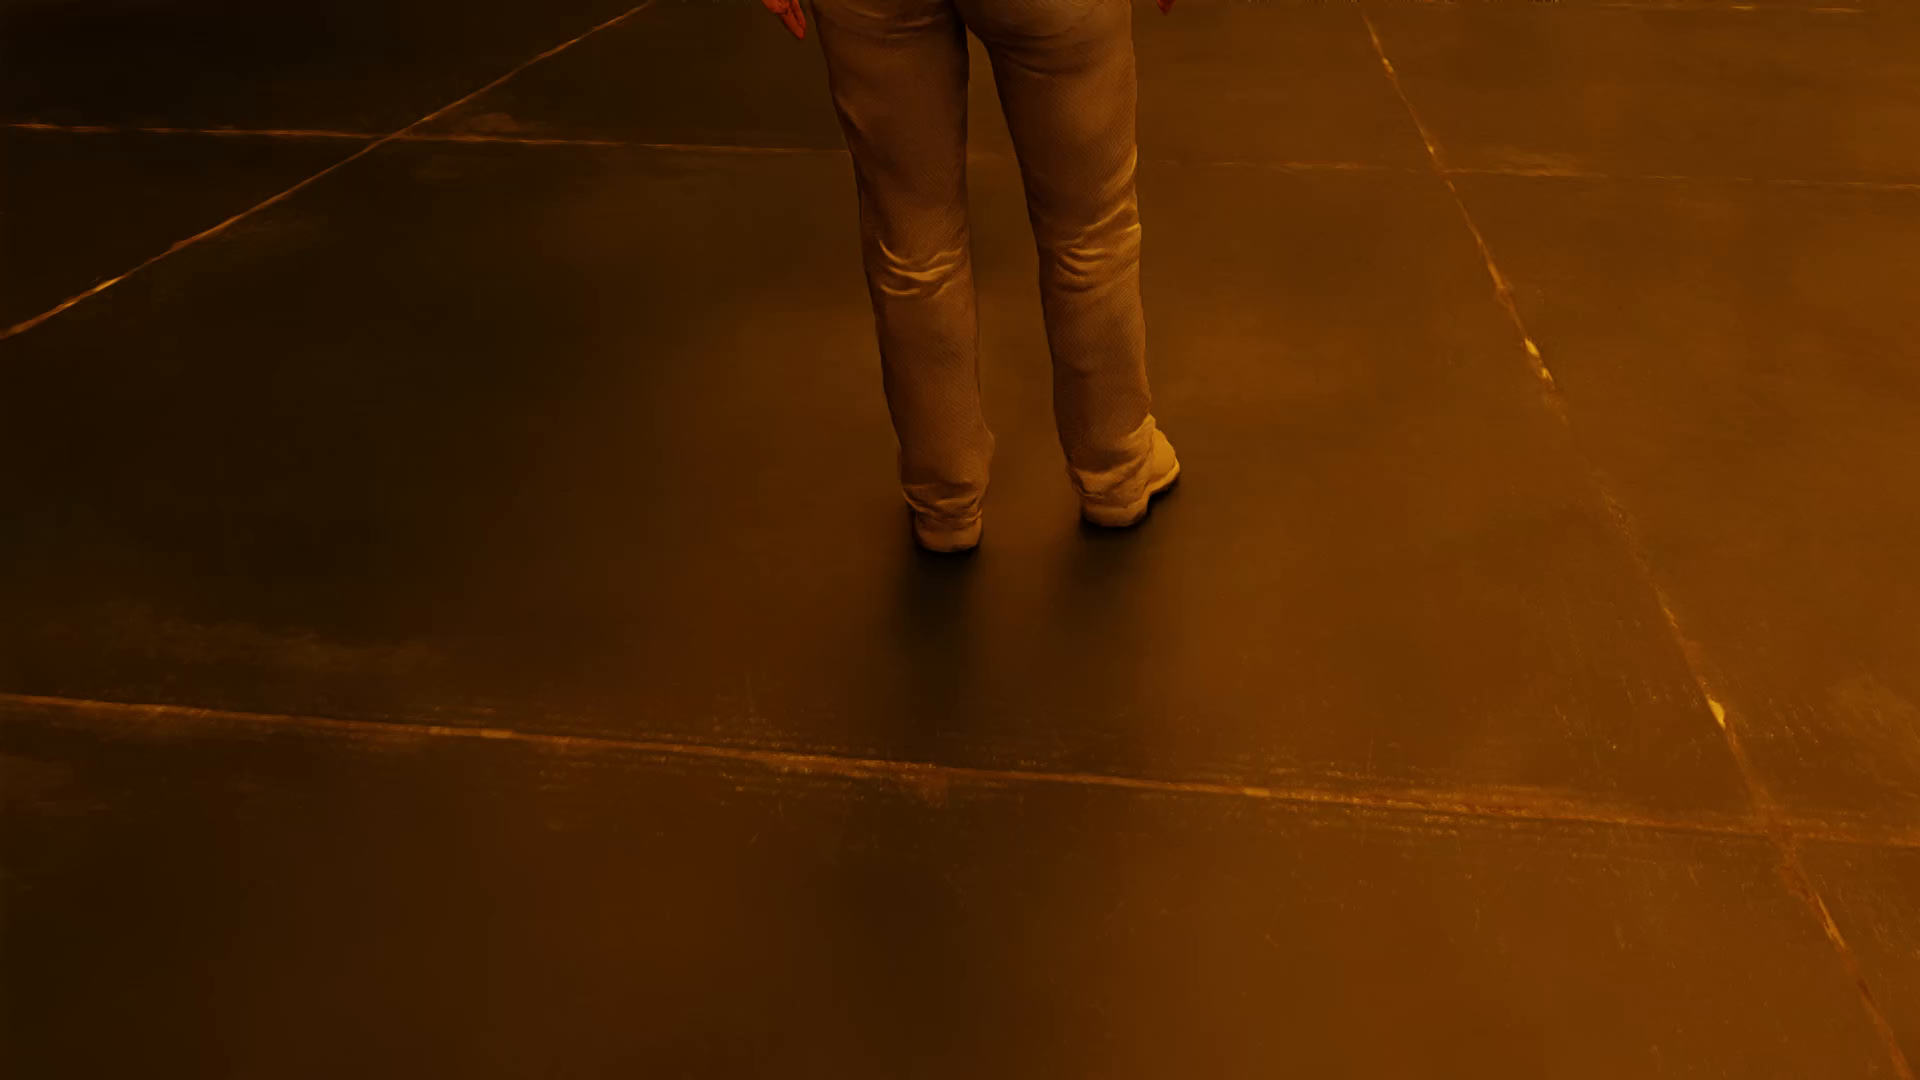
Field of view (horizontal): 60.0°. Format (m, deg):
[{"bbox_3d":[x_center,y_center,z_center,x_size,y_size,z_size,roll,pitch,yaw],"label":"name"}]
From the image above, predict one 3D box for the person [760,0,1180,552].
[{"bbox_3d":[0.016,-0.827,2.155,0.632,1.773,0.567,3,27,7],"label":"person"}]
